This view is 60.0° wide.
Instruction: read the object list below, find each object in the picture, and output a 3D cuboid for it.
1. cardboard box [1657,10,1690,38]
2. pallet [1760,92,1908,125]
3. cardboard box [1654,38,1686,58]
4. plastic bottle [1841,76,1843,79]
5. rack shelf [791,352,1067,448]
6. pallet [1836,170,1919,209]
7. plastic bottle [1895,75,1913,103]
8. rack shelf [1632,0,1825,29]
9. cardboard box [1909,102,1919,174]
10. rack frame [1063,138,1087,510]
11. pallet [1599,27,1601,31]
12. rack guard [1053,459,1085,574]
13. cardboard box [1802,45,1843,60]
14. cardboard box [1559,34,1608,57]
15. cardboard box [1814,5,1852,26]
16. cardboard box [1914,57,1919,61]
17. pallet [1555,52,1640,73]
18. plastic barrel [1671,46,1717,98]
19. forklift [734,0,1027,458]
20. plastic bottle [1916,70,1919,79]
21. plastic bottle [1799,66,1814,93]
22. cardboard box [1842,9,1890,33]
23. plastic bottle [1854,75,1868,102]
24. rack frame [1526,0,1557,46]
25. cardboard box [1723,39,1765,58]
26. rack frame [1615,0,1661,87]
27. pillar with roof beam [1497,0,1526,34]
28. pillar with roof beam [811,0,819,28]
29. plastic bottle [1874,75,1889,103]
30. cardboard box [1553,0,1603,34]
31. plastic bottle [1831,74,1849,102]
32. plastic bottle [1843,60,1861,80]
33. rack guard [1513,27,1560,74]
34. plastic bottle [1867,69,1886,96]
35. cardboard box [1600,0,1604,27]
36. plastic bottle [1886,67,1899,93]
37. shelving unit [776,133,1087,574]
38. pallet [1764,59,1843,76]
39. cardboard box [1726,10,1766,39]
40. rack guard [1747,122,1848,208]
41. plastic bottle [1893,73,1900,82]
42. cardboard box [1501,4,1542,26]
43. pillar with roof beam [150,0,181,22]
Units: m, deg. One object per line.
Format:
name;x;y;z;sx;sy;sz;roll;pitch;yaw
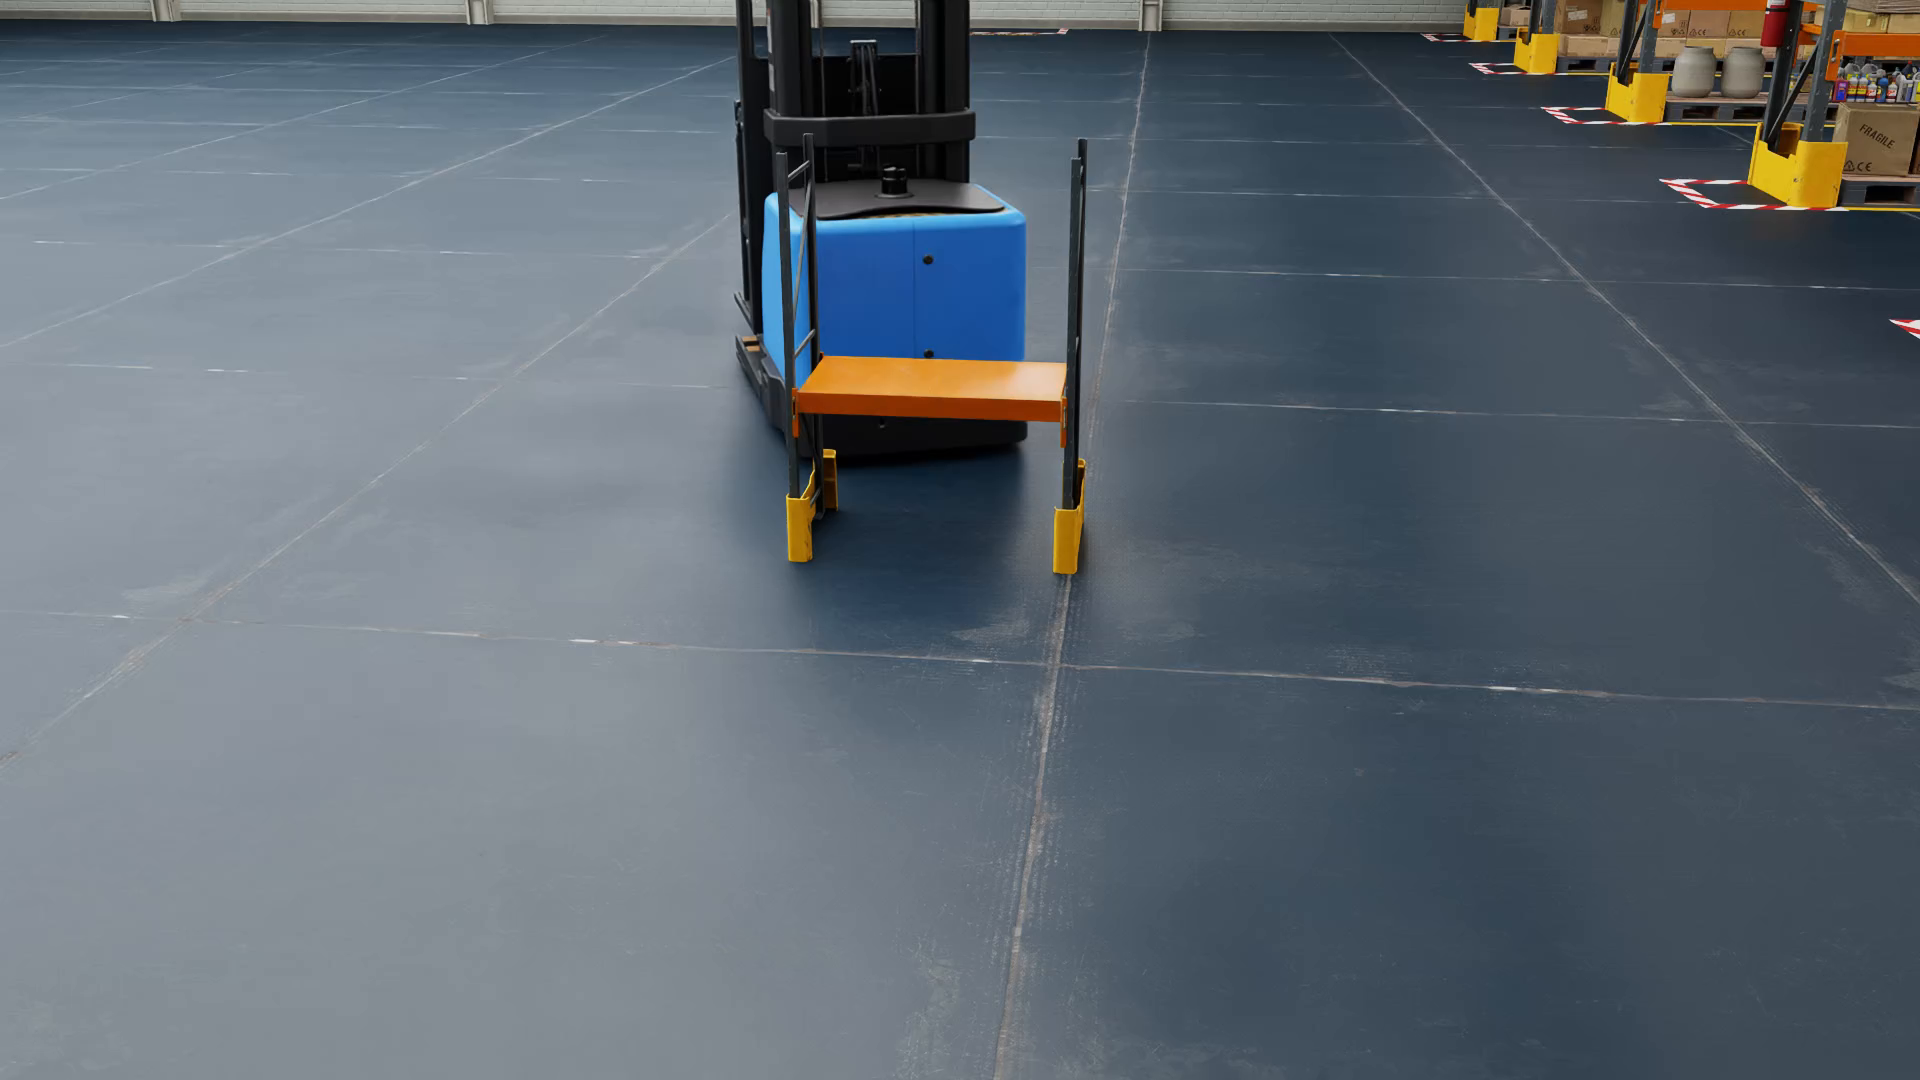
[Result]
cardboard box;9.363;-6.953;22.095;0.500;0.500;0.500;2;22;6
pallet;9.370;-4.648;17.909;1.213;0.211;1.003;2;22;6
cardboard box;9.361;-6.600;22.222;0.500;0.250;0.500;2;22;6
plastic bottle;9.539;-4.932;18.043;0.097;0.201;0.097;0;22;0
rack shelf;-0.085;-0.534;6.240;1.000;0.185;0.538;2;22;6
pallet;7.570;-2.865;13.399;1.213;0.211;1.003;2;22;6
plastic bottle;9.902;-4.740;17.455;0.135;0.276;0.152;3;22;7
rack shelf;9.261;-5.600;17.504;4.000;0.370;1.077;2;22;6
cardboard box;7.908;-3.199;13.281;0.500;0.500;0.500;8;23;20
rack frame;0.420;-0.679;6.118;0.032;1.500;0.500;2;22;6
pallet;10.527;-8.237;26.987;1.213;0.211;1.003;2;22;6
rack guard;0.419;-0.098;6.348;0.087;0.250;0.587;2;22;6
cardboard box;11.348;-6.514;22.004;0.500;0.250;0.500;2;22;6
cardboard box;8.368;-6.642;22.329;0.500;0.250;0.500;2;22;6
cardboard box;6.999;-4.159;13.222;0.250;0.149;0.380;2;22;6
cardboard box;12.713;-6.443;21.825;0.500;0.250;0.500;3;22;8
pallet;8.626;-6.515;22.632;1.213;0.211;1.003;2;22;6
plastic barrel;7.938;-5.059;17.969;0.421;0.512;0.421;0;22;0
forklift;-0.554;-2.224;8.078;1.130;2.935;3.031;-5;22;-13
plastic bottle;10.336;-4.933;17.949;0.097;0.271;0.097;0;22;0
plastic bottle;9.269;-5.045;18.217;0.133;0.283;0.061;3;22;8
cardboard box;6.947;-3.997;12.811;0.250;0.149;0.380;2;22;6
plastic bottle;9.479;-4.746;17.477;0.097;0.271;0.097;0;22;0
rack frame;7.862;-7.830;22.165;0.127;3.000;1.000;2;22;6
cardboard box;10.354;-6.555;22.109;0.500;0.250;0.500;2;22;6
rack frame;7.275;-6.021;17.591;0.127;3.000;1.000;2;22;6
pillar with roof beam;8.731;-11.142;22.383;0.400;9.000;9.100;2;22;6
pillar with roof beam;-3.185;-11.661;23.697;0.400;9.000;9.100;2;22;6
plastic bottle;9.680;-4.737;17.454;0.097;0.271;0.097;0;22;0
cardboard box;8.429;-7.180;22.671;0.500;0.500;0.500;2;22;6
plastic bottle;9.261;-4.754;17.481;0.133;0.283;0.061;3;22;7
plastic bottle;9.700;-5.042;18.118;0.185;0.351;0.144;3;22;9
rack guard;7.838;-6.668;22.627;0.348;0.500;1.175;2;22;6
plastic bottle;9.892;-4.944;17.972;0.135;0.276;0.152;2;22;6
cardboard box;10.406;-8.543;26.771;0.500;0.500;0.700;1;22;3
plastic bottle;10.148;-5.007;18.120;0.133;0.283;0.061;3;22;9
shelving unit;-0.076;-0.701;6.172;1.083;1.500;0.587;2;22;6
pallet;11.049;-6.410;22.365;1.213;0.211;1.003;2;22;6
cardboard box;10.356;-6.908;21.983;0.500;0.500;0.500;2;22;6
rack guard;6.768;-3.047;13.468;0.348;0.500;1.175;2;22;6
plastic bottle;9.913;-4.782;17.552;0.133;0.283;0.061;2;22;6
cardboard box;9.117;-8.530;26.994;0.500;0.311;0.500;0;22;0
pillar with roof beam;-15.102;-12.181;25.010;0.400;9.000;9.100;2;22;6
